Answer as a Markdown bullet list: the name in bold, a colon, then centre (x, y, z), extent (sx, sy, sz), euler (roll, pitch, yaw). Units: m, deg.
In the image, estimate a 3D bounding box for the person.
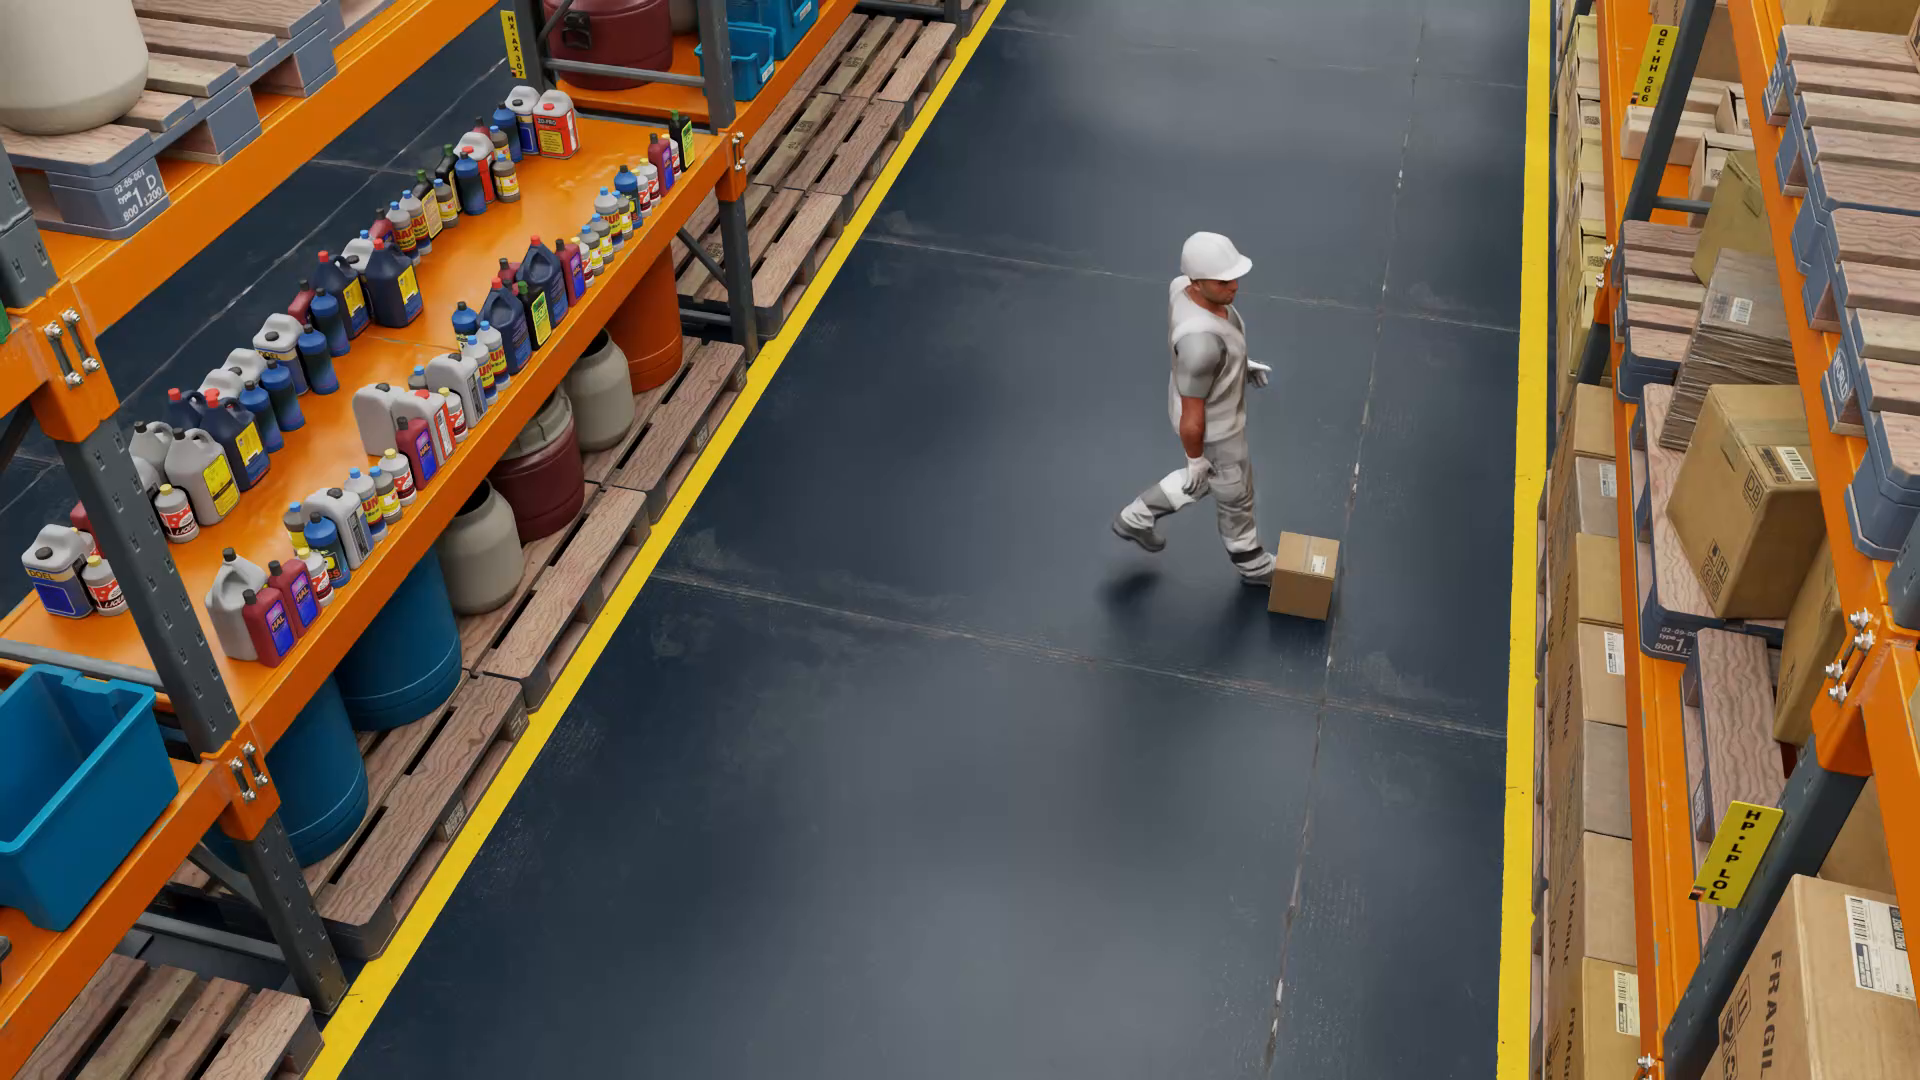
- **person**: centre (1.089, -0.507, 6.754), extent (0.879, 1.752, 0.631), euler (2, 41, 2)
